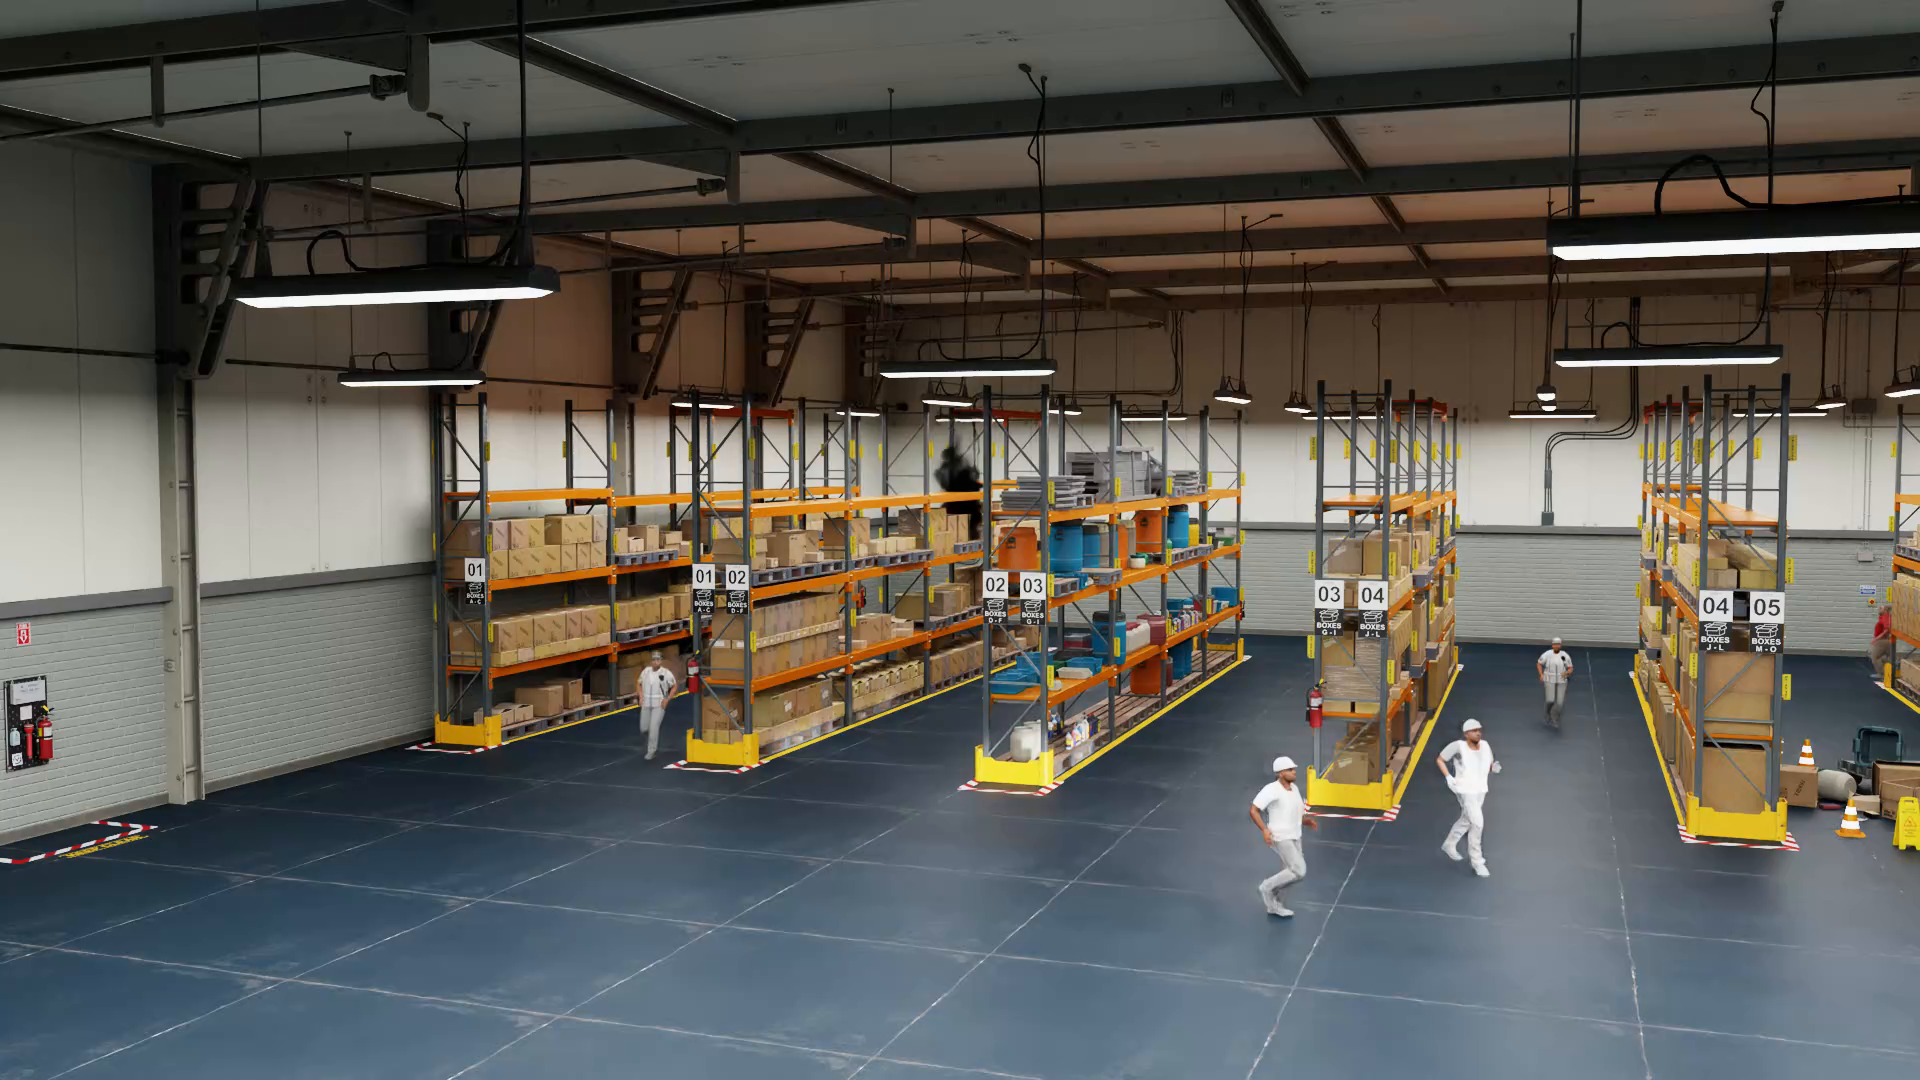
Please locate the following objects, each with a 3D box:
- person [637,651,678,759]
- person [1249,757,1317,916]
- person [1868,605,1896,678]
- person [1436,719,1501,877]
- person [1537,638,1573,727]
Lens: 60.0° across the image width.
[{"bbox_3d":[-4.984,2.700,27.337,0.694,1.779,0.696,0,3,5],"label":"person"},{"bbox_3d":[3.516,3.186,17.812,0.583,1.720,0.695,3,4,41],"label":"person"},{"bbox_3d":[20.247,2.235,36.505,0.552,1.649,0.698,2,4,31],"label":"person"},{"bbox_3d":[6.122,3.052,19.948,0.651,1.841,0.830,-2,3,-29],"label":"person"},{"bbox_3d":[10.789,2.583,30.114,0.606,1.620,0.556,1,3,12],"label":"person"}]
